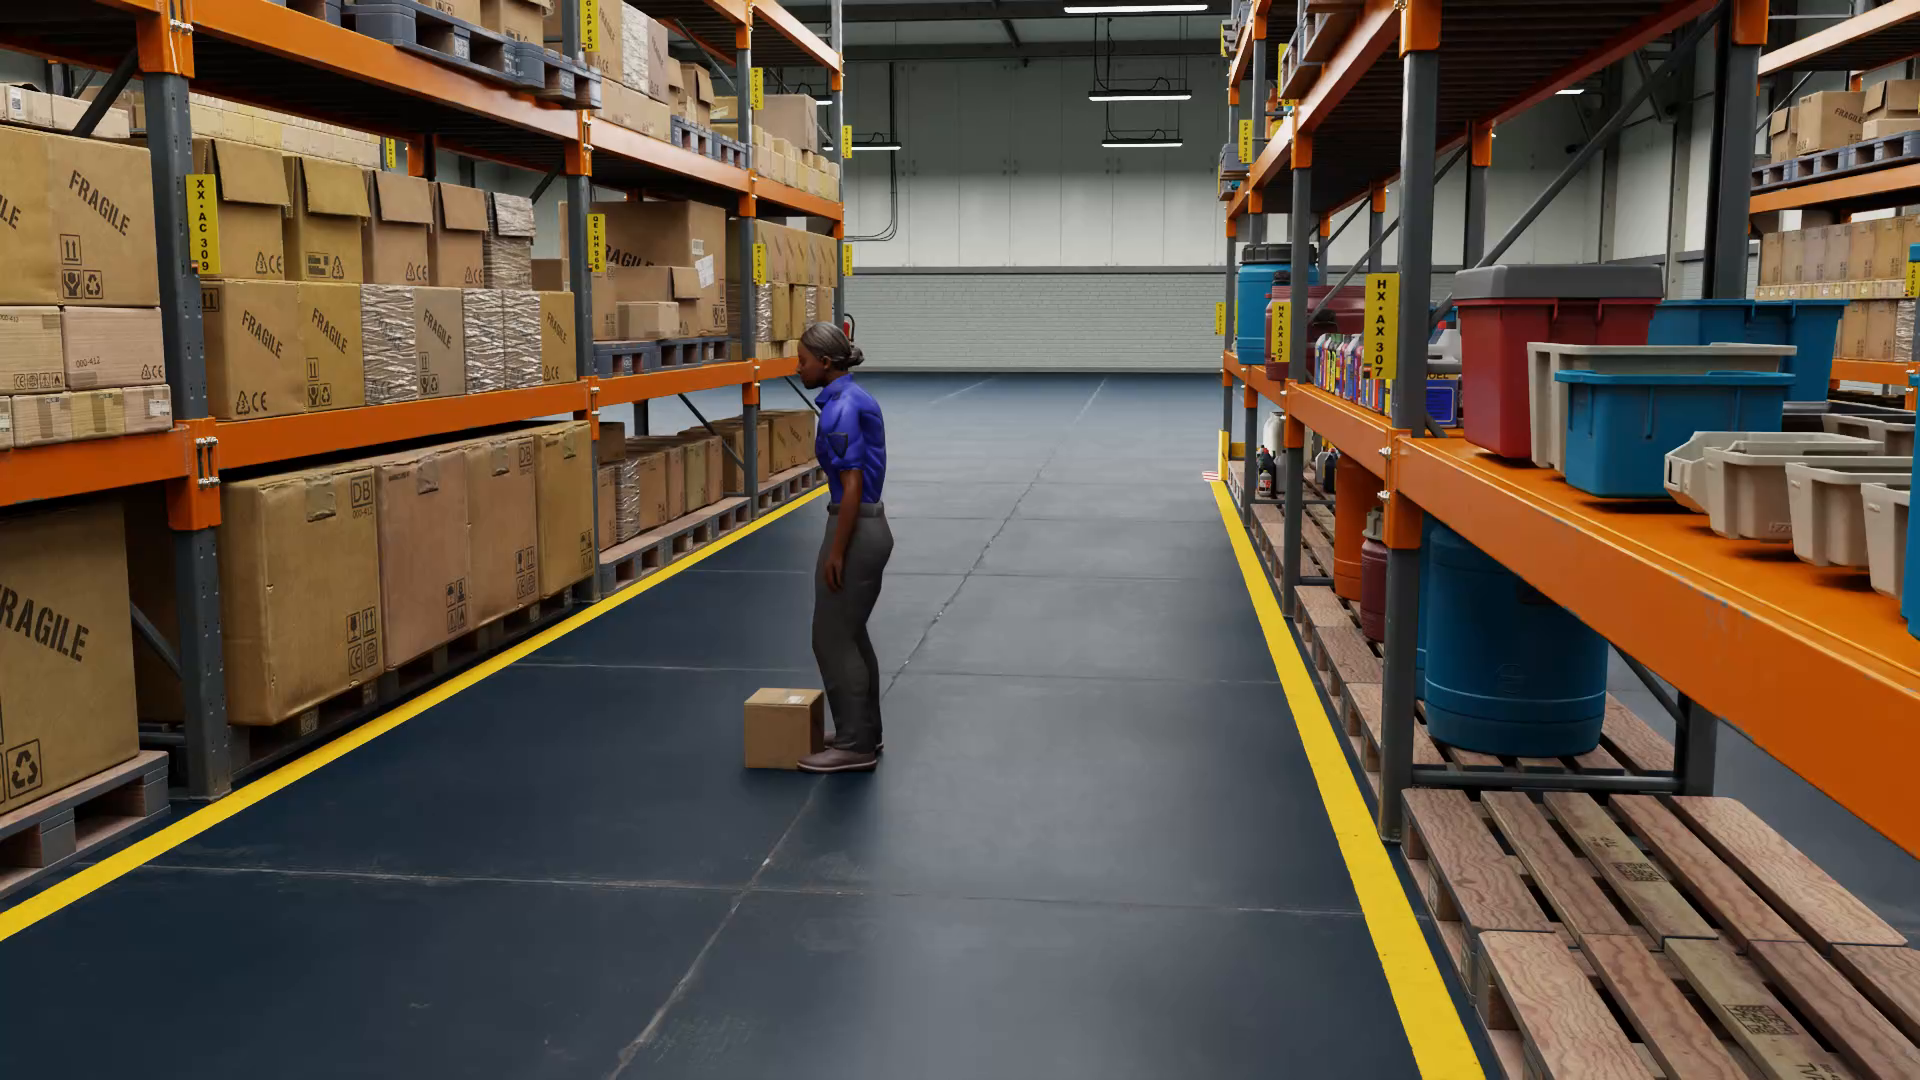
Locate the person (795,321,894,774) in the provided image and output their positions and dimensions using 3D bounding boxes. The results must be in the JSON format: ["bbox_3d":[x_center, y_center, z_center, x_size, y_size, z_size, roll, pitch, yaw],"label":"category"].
[{"bbox_3d":[-0.426,0.019,6.183,0.349,1.653,0.518,0,8,3],"label":"person"}]
